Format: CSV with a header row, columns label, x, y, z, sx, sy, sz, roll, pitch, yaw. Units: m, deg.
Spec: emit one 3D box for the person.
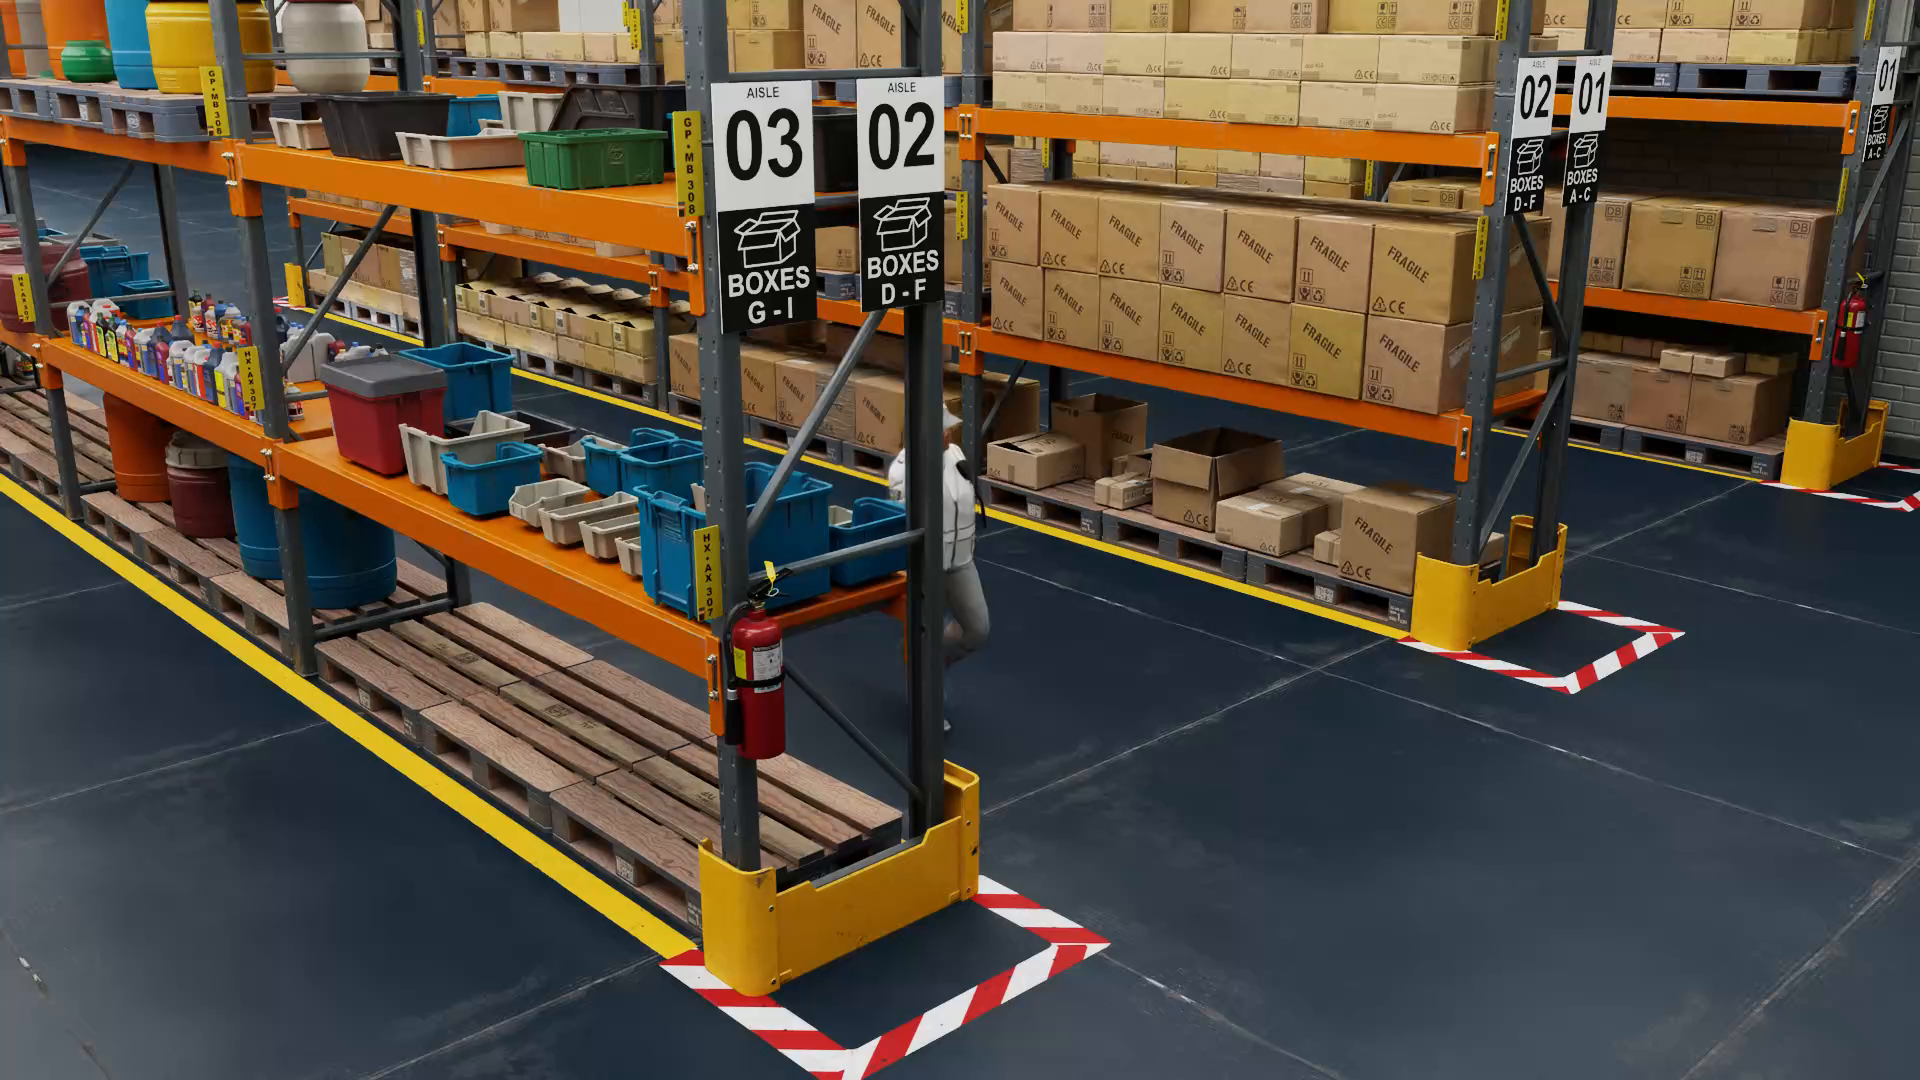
label,x,y,z,sx,sy,sz,roll,pitch,yaw
person,-0.142,0.106,8.126,0.486,1.654,0.479,-14,22,-37
